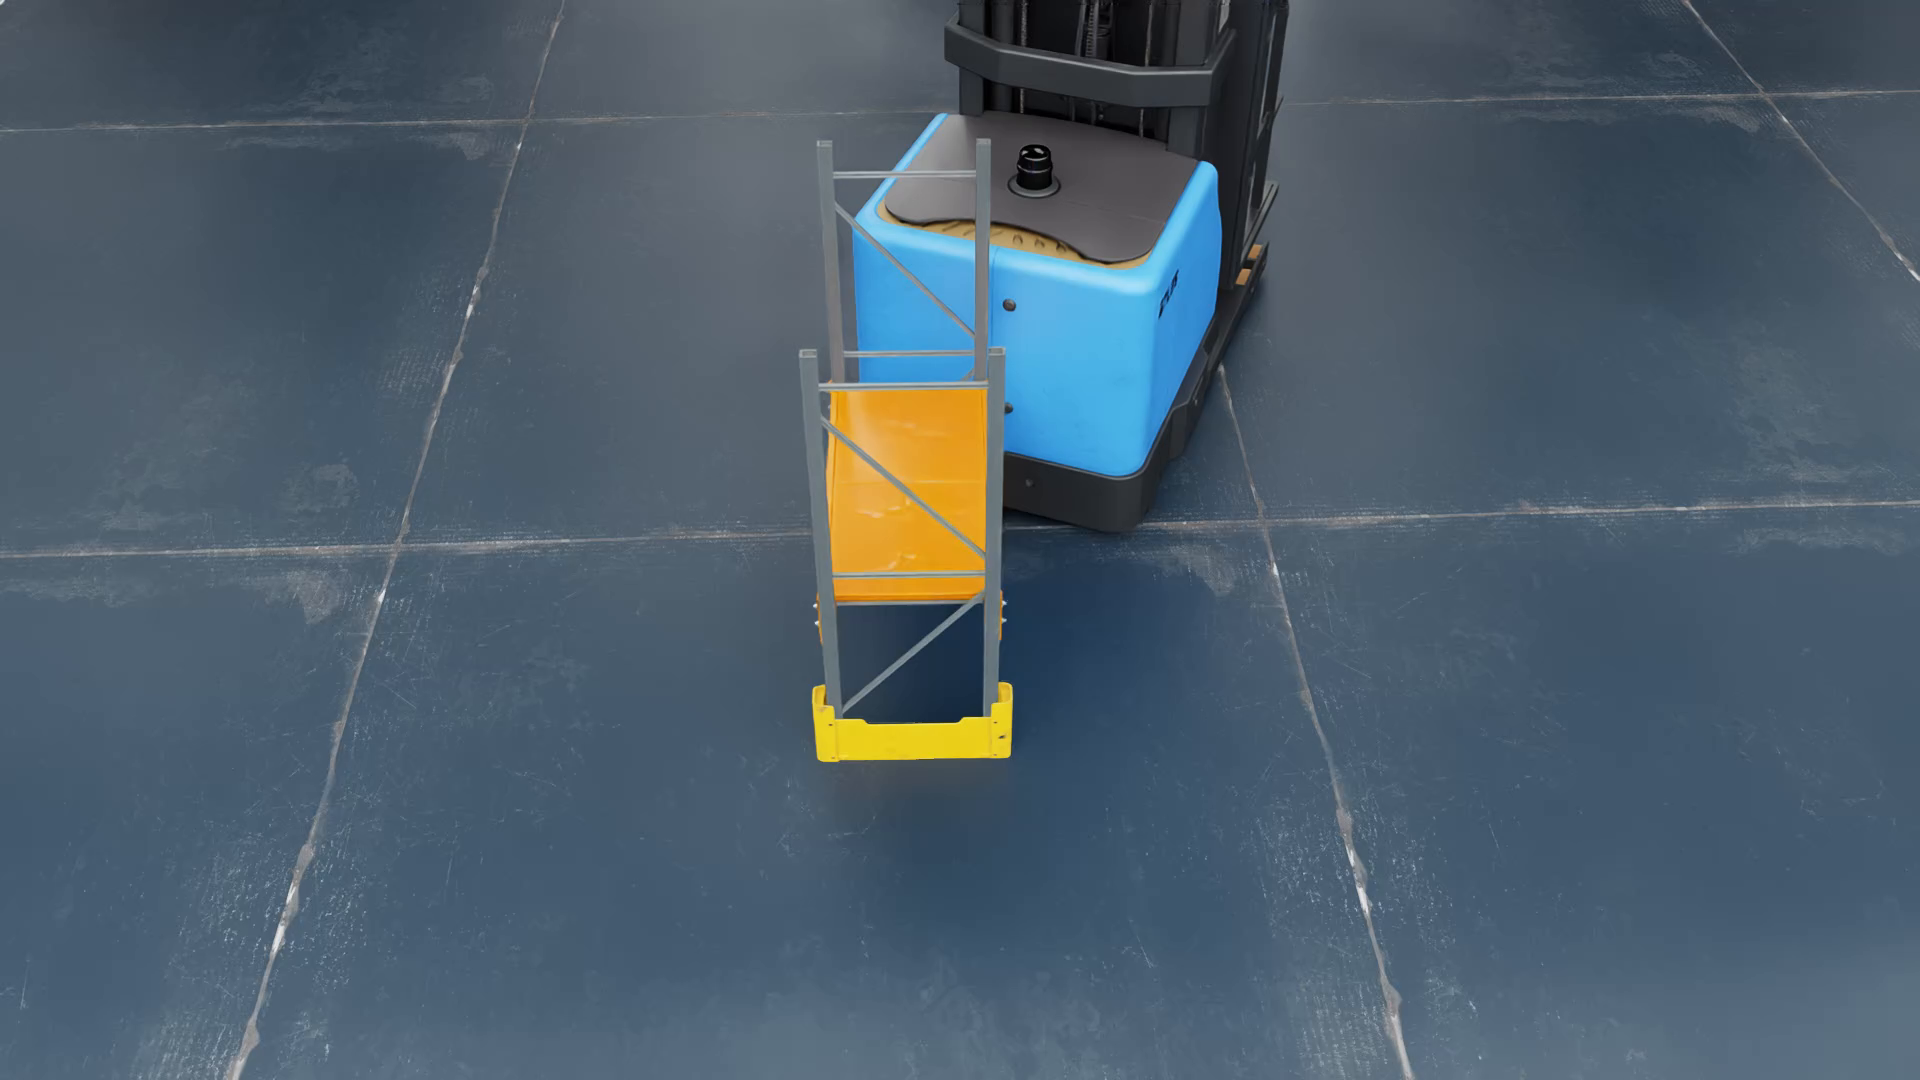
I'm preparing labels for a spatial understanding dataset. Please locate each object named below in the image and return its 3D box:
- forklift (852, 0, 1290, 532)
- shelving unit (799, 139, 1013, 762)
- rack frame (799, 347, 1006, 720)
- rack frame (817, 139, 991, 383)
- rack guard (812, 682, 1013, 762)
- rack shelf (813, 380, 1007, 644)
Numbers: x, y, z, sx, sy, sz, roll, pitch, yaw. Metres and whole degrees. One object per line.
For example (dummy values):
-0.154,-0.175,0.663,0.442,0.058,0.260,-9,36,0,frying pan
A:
0.636,-2.114,5.887,1.130,2.935,3.031,14,44,15,forklift
-0.150,-0.252,4.915,0.587,1.500,1.083,-1,43,-1,shelving unit
-0.139,0.097,4.534,0.500,1.500,0.032,-1,43,-1,rack frame
-0.161,-0.590,5.283,0.500,1.500,0.032,-1,43,-1,rack frame
-0.140,0.545,4.970,0.587,0.250,0.087,-1,43,-1,rack guard
-0.150,-0.113,5.030,0.538,0.185,1.000,-1,43,-1,rack shelf
